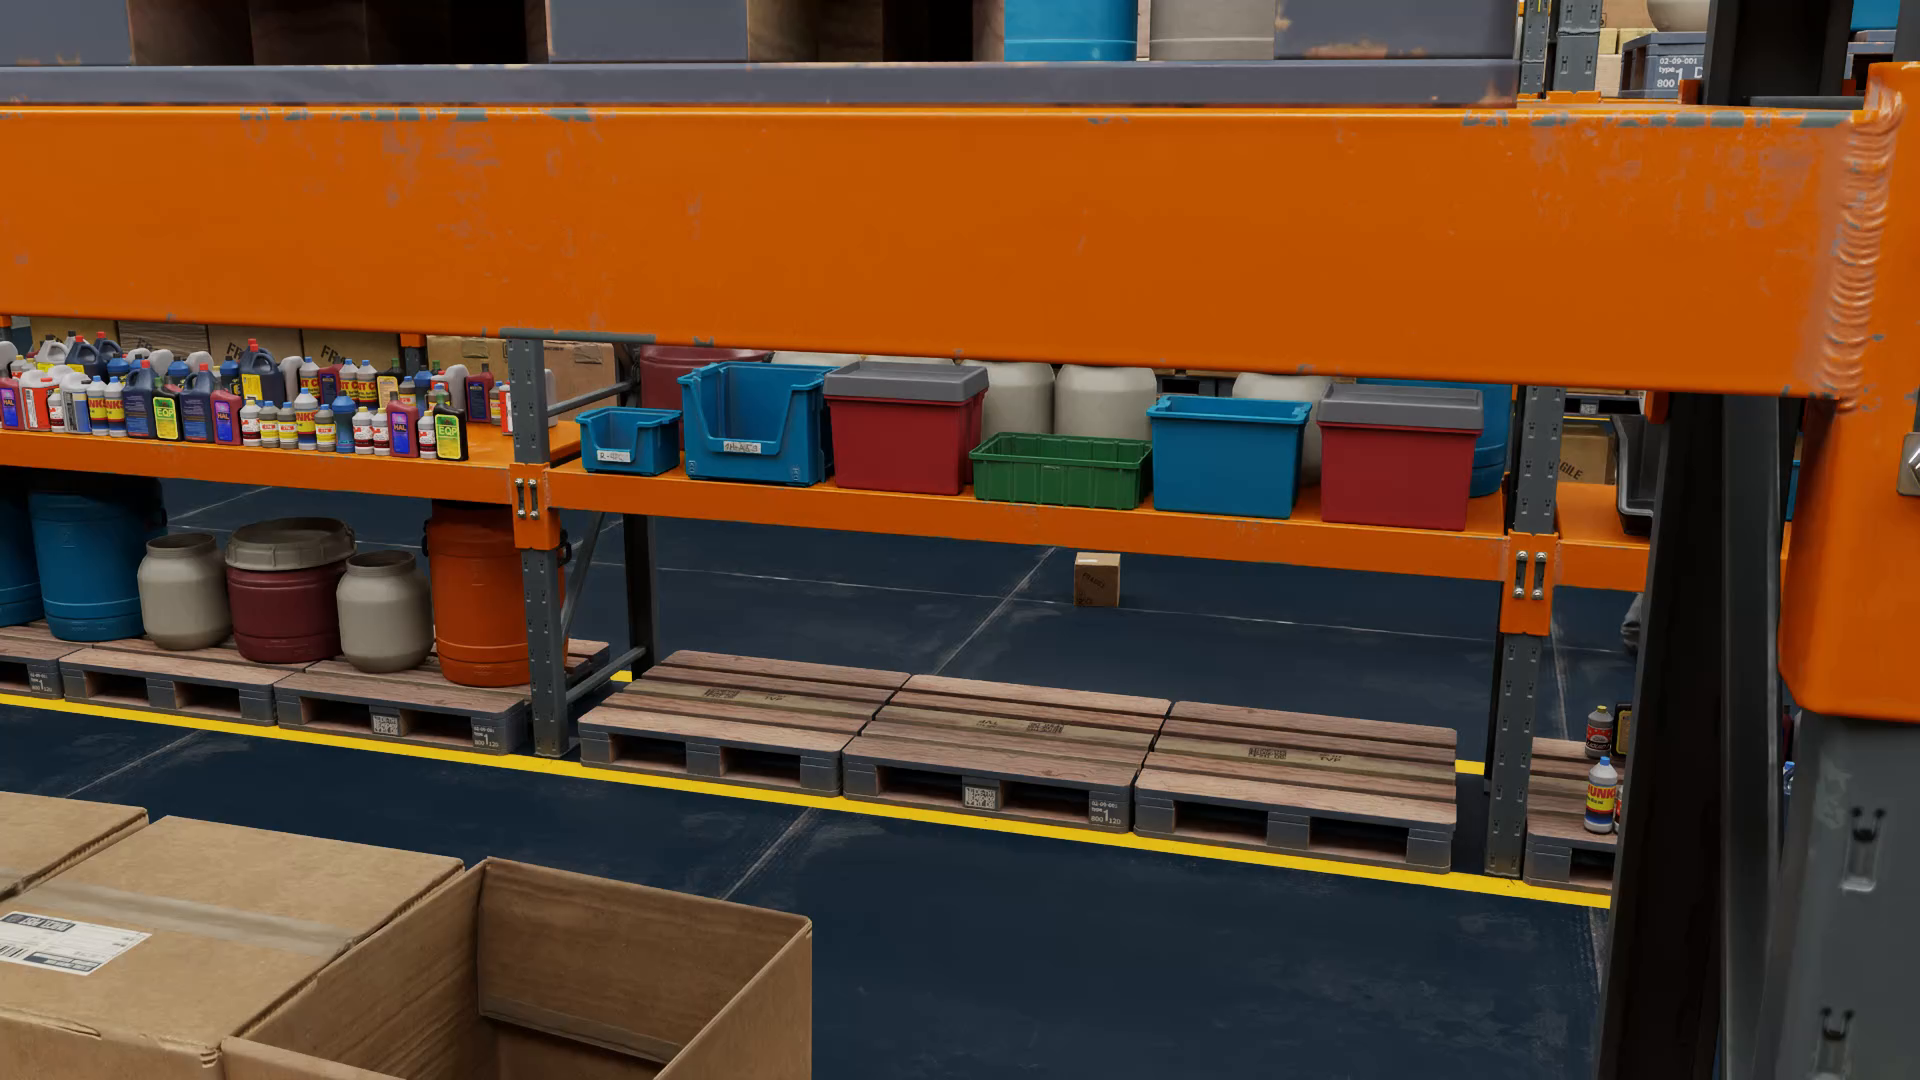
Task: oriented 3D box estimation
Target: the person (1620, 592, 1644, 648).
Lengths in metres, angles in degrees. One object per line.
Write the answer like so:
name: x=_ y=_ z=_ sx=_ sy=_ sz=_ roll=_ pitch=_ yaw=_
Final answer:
person: x=3.894 y=-0.243 z=8.329 sx=0.950 sy=1.730 sz=0.536 roll=3 pitch=15 yaw=11
